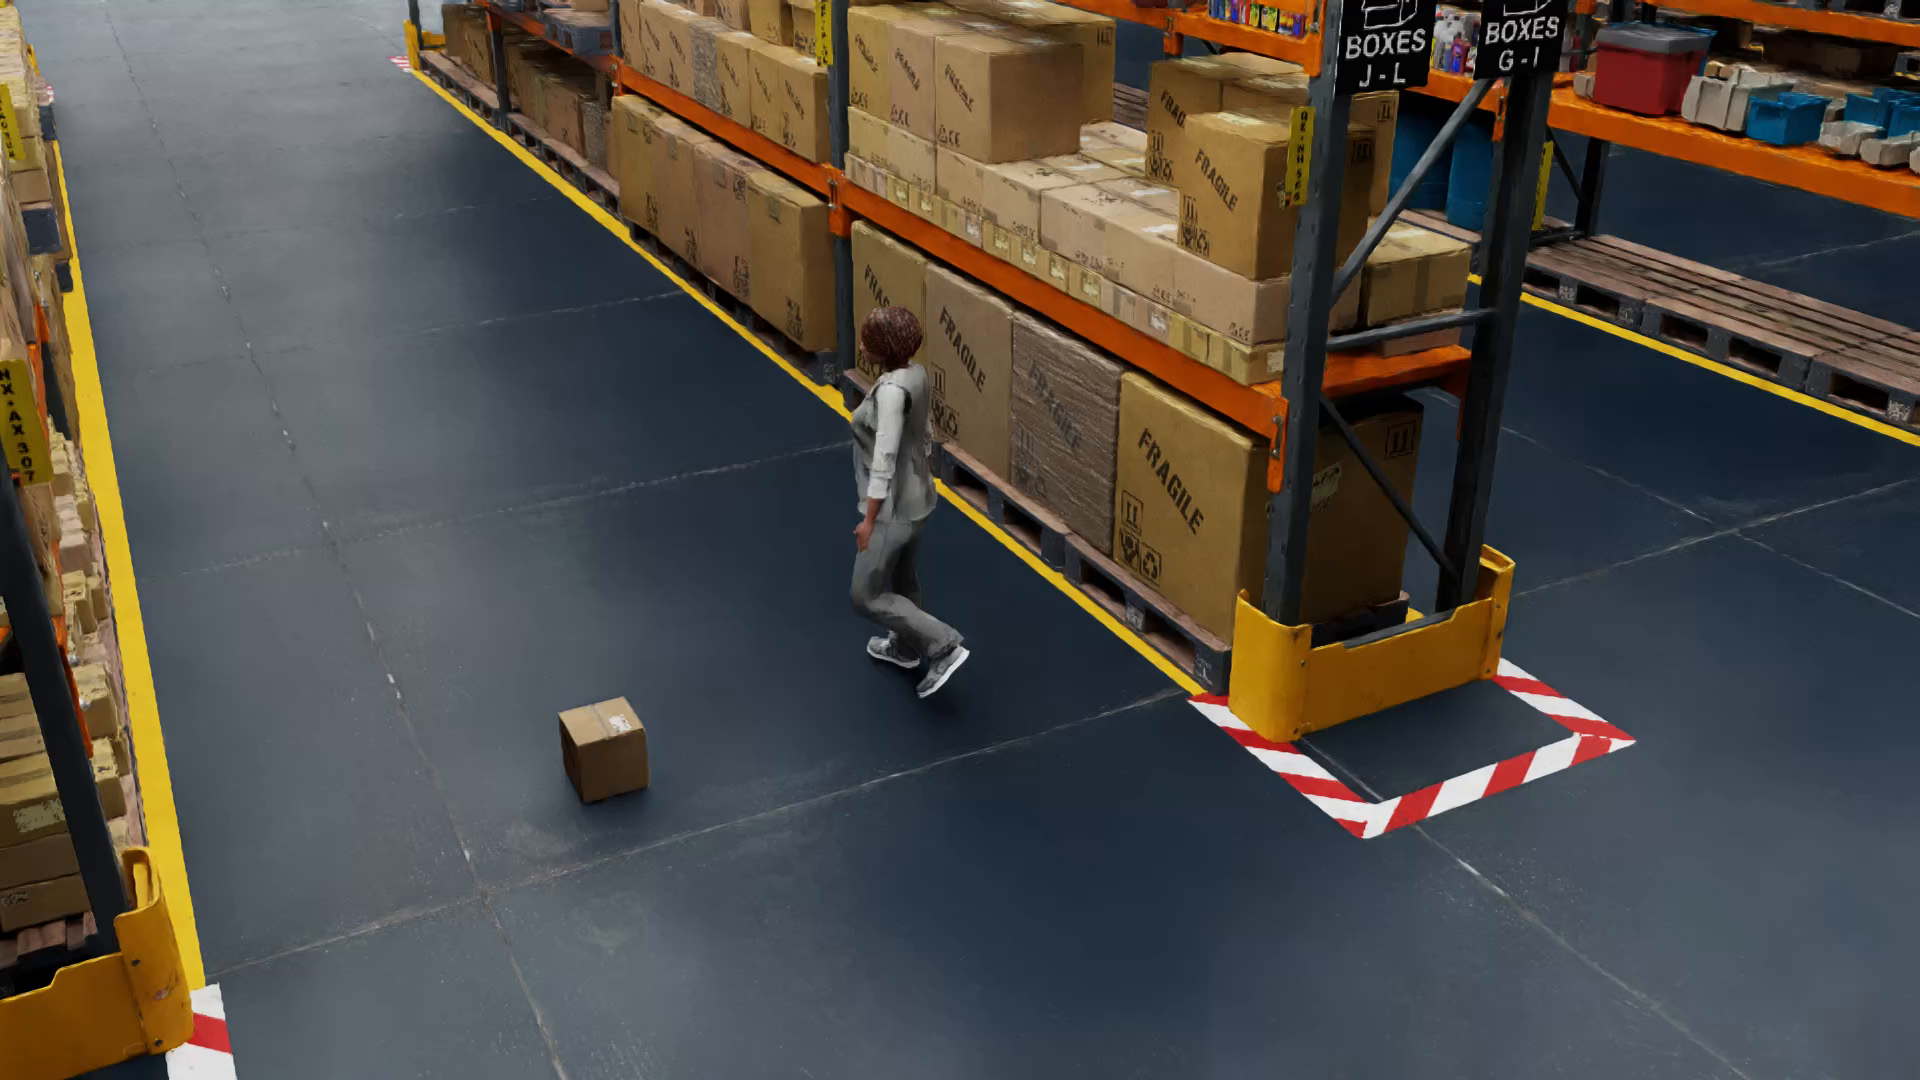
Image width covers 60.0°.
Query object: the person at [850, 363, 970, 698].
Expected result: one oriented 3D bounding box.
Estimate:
[{"bbox_3d":[-0.187,-0.025,6.402,0.498,1.358,0.551,5,26,9],"label":"person"}]
